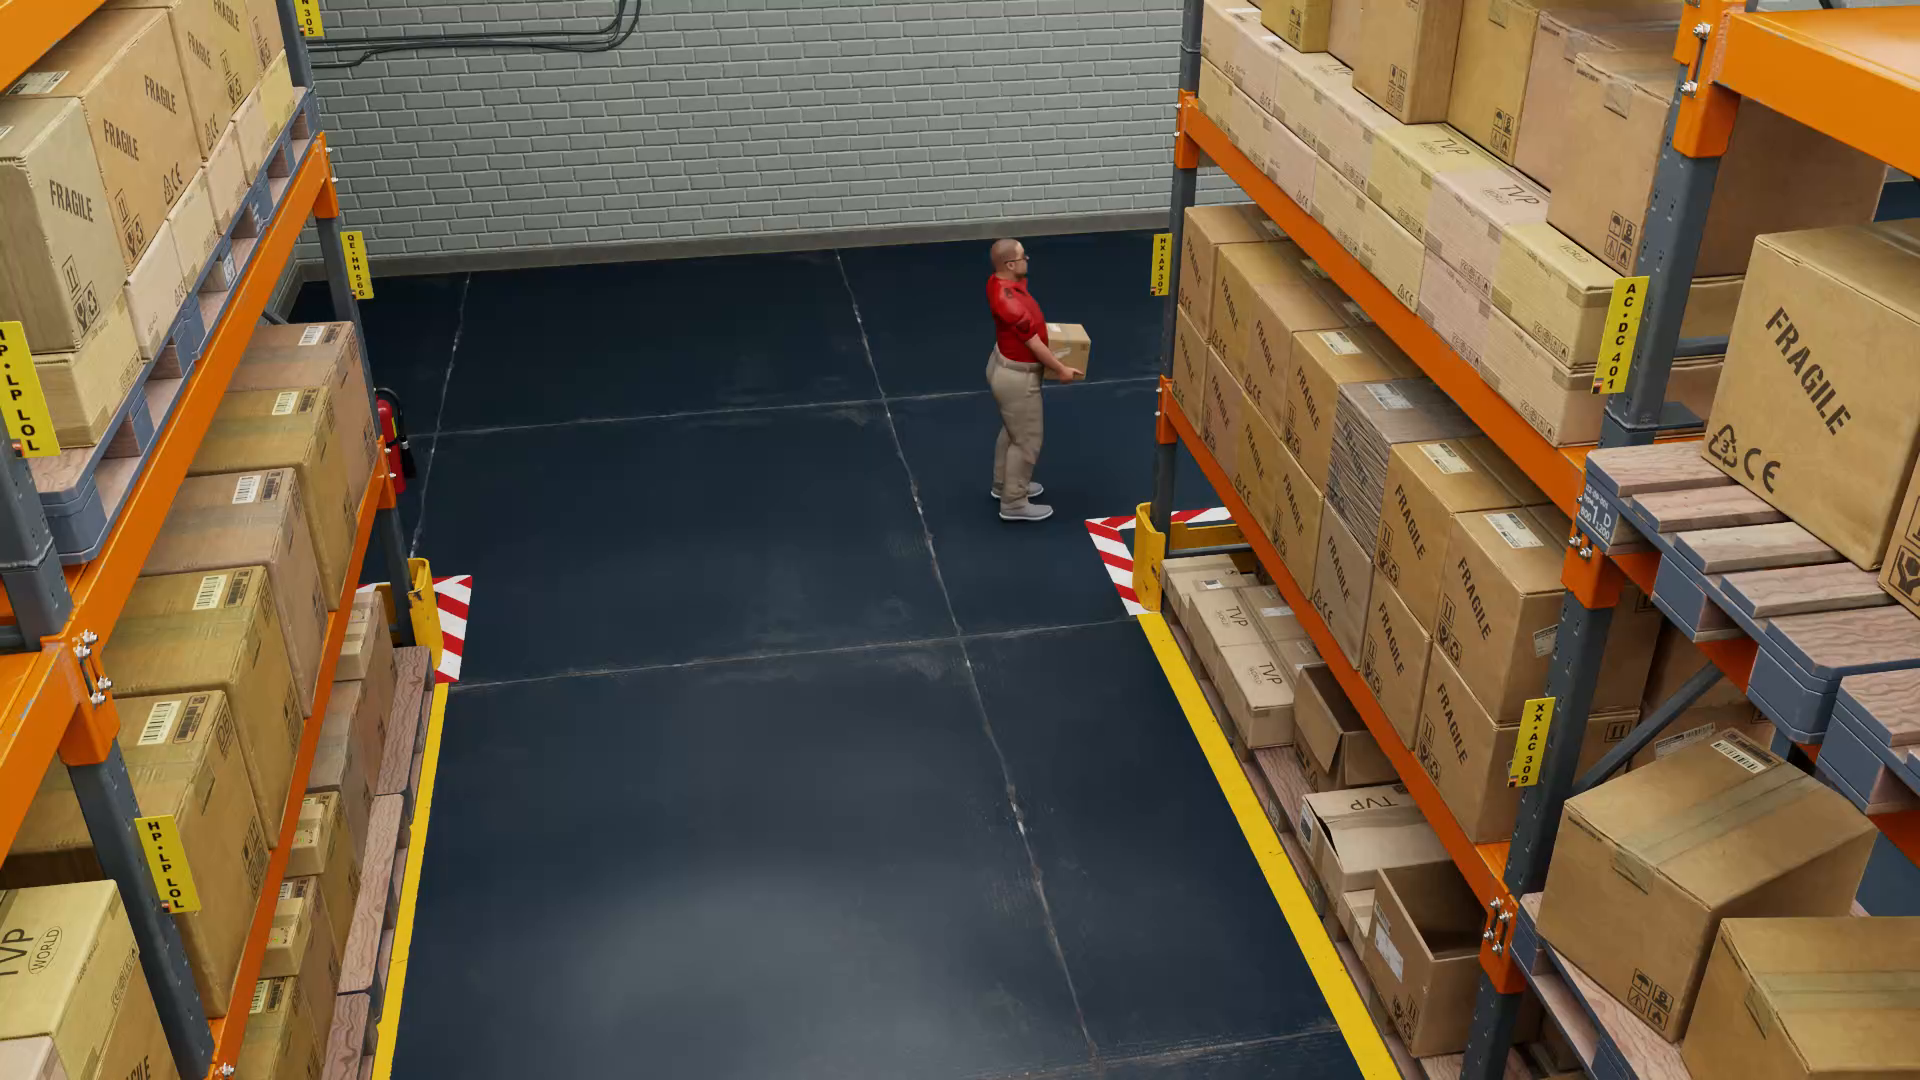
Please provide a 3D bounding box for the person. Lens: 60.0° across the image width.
[{"bbox_3d":[0.426,-0.962,9.800,0.538,1.714,0.494,-5,31,-8],"label":"person"}]
